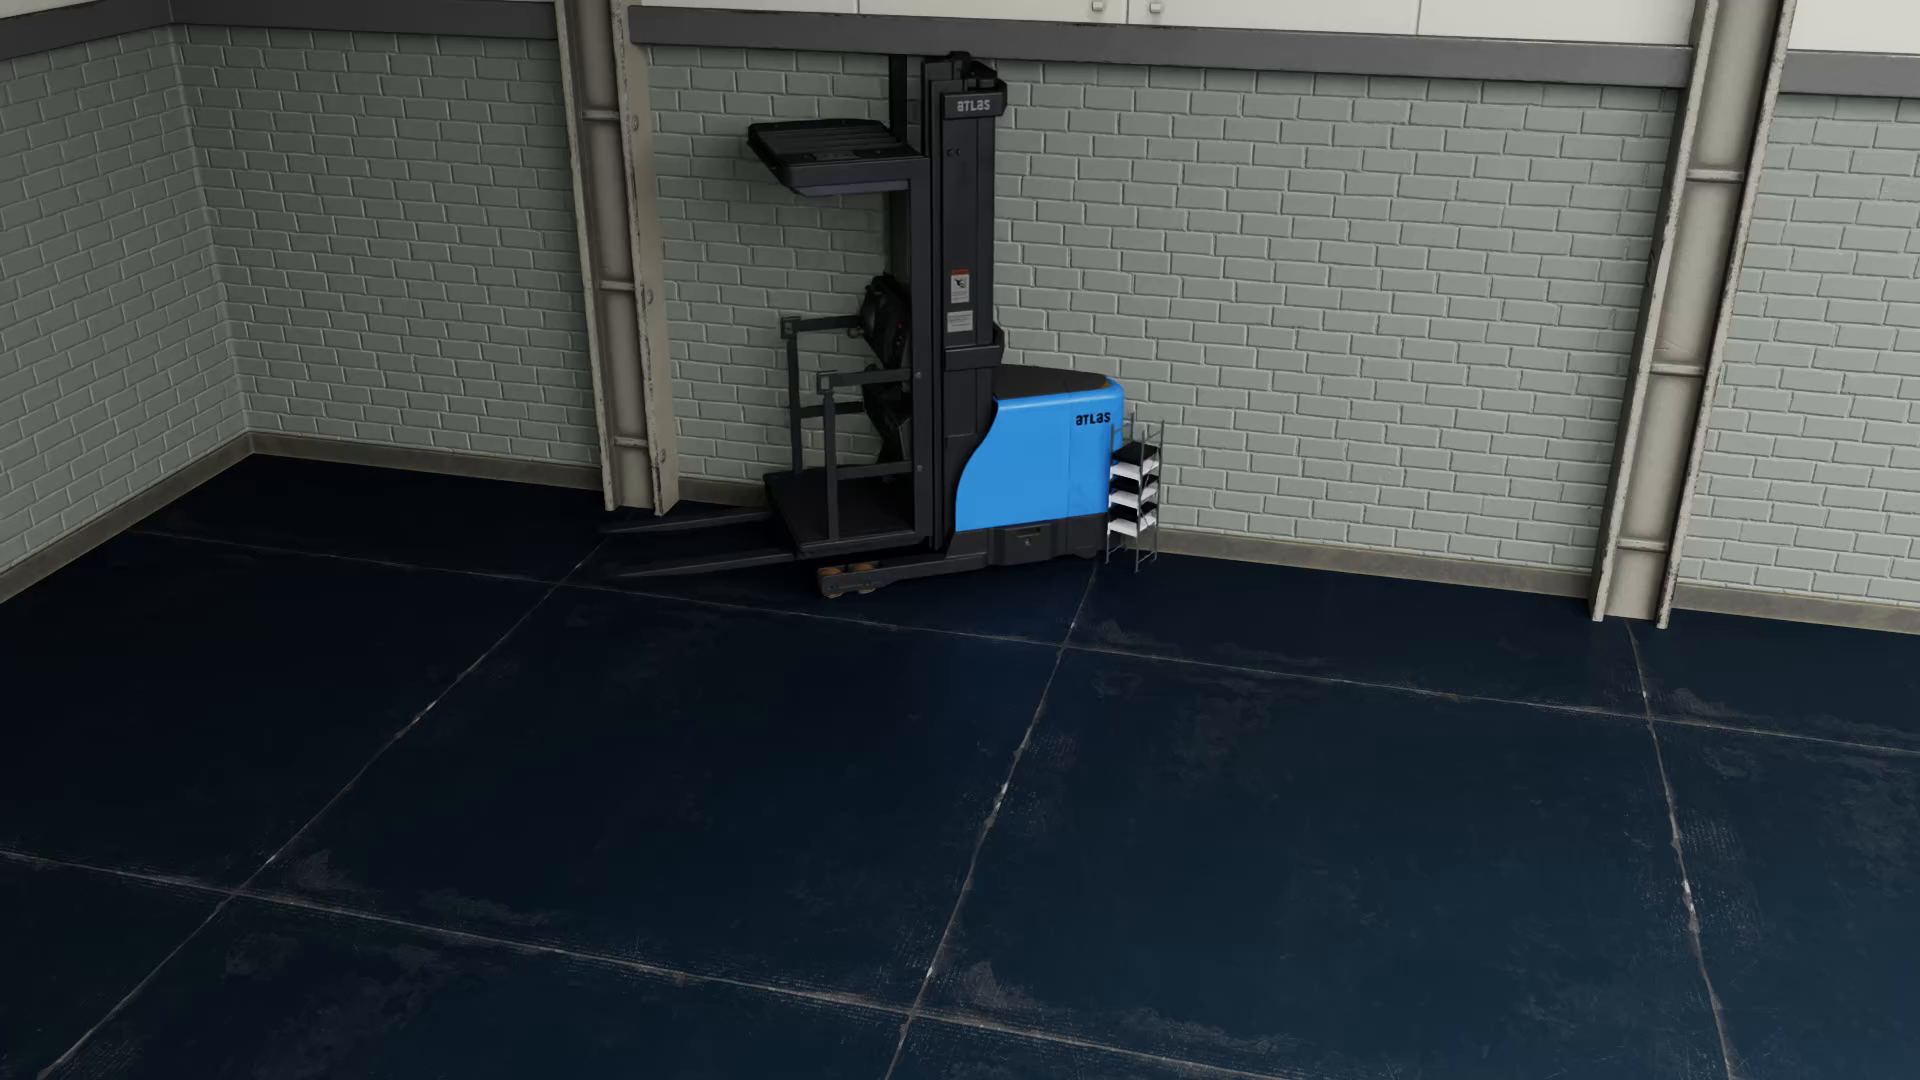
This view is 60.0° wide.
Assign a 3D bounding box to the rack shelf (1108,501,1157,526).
[{"bbox_3d":[1.027,-0.164,9.834,0.200,0.077,0.258,18,31,33],"label":"rack shelf"}]

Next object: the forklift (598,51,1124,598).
[{"bbox_3d":[-0.607,-1.245,9.455,3.031,2.935,1.130,-7,26,-15],"label":"forklift"}]

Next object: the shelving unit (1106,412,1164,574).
[{"bbox_3d":[1.027,-0.275,9.781,0.210,0.900,0.258,18,31,33],"label":"shelving unit"}]

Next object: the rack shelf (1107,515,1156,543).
[{"bbox_3d":[1.027,-0.083,9.873,0.200,0.077,0.258,18,31,33],"label":"rack shelf"}]

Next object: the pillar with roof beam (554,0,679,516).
[{"bbox_3d":[-3.118,-2.506,5.046,0.400,9.000,9.100,6,26,13],"label":"pillar with roof beam"}]

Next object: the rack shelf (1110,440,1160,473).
[{"bbox_3d":[1.027,-0.489,9.679,0.200,0.077,0.258,18,31,33],"label":"rack shelf"}]

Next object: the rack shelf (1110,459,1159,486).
[{"bbox_3d":[1.027,-0.408,9.718,0.200,0.077,0.258,18,31,33],"label":"rack shelf"}]

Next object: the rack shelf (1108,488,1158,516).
[{"bbox_3d":[1.027,-0.245,9.795,0.200,0.077,0.258,18,31,33],"label":"rack shelf"}]

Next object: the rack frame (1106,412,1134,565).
[{"bbox_3d":[0.945,-0.301,9.836,0.006,0.900,0.240,18,31,33],"label":"rack frame"}]

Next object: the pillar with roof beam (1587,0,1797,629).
[{"bbox_3d":[2.693,-1.864,3.697,0.400,9.000,9.100,6,26,13],"label":"pillar with roof beam"}]

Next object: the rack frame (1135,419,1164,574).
[{"bbox_3d":[1.108,-0.249,9.726,0.006,0.900,0.240,18,31,33],"label":"rack frame"}]

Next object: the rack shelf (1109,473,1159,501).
[{"bbox_3d":[1.027,-0.326,9.757,0.200,0.077,0.258,18,31,33],"label":"rack shelf"}]
